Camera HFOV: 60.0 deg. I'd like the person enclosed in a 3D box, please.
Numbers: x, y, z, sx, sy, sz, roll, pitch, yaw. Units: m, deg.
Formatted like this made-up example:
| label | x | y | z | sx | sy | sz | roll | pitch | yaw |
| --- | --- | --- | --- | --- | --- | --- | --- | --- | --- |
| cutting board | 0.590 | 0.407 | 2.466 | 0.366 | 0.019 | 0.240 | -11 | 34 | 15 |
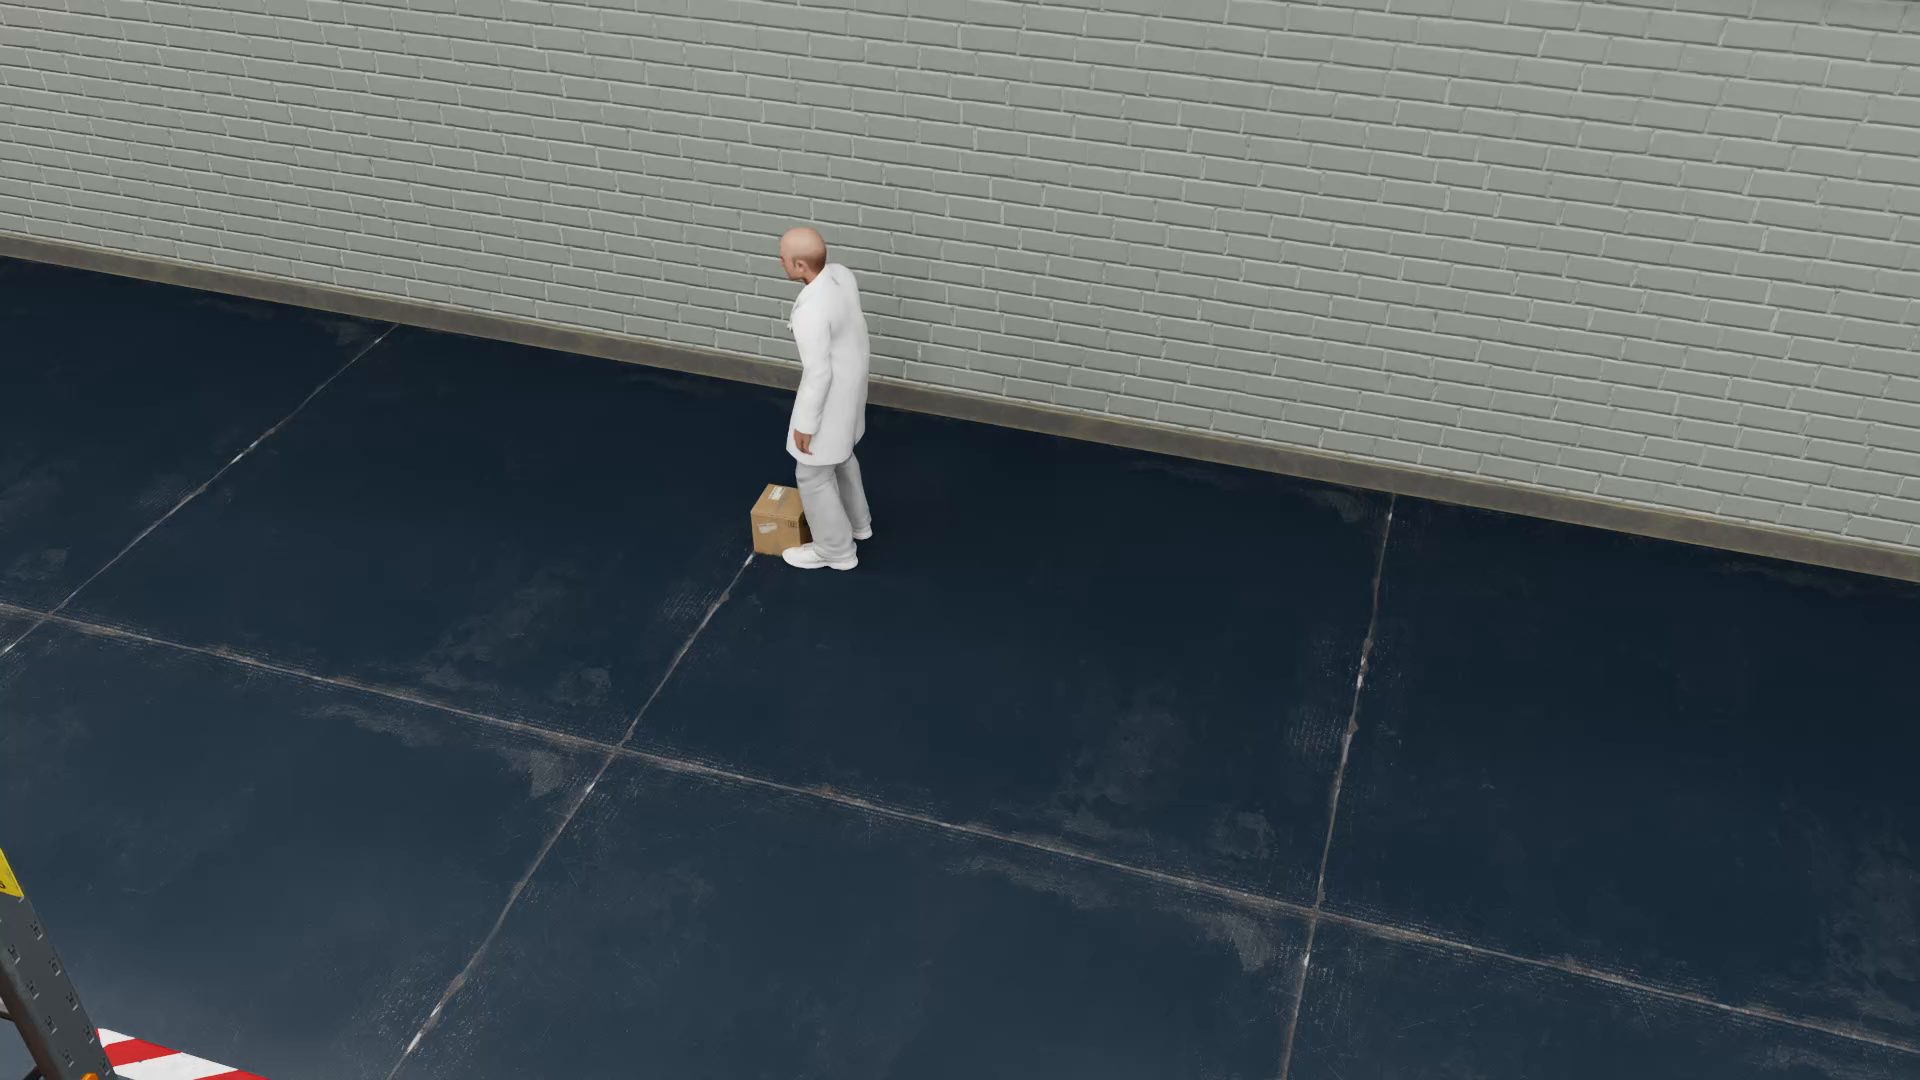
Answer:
| label | x | y | z | sx | sy | sz | roll | pitch | yaw |
| --- | --- | --- | --- | --- | --- | --- | --- | --- | --- |
| person | -0.637 | -0.657 | 7.792 | 0.429 | 1.772 | 0.646 | 8 | 37 | 11 |
